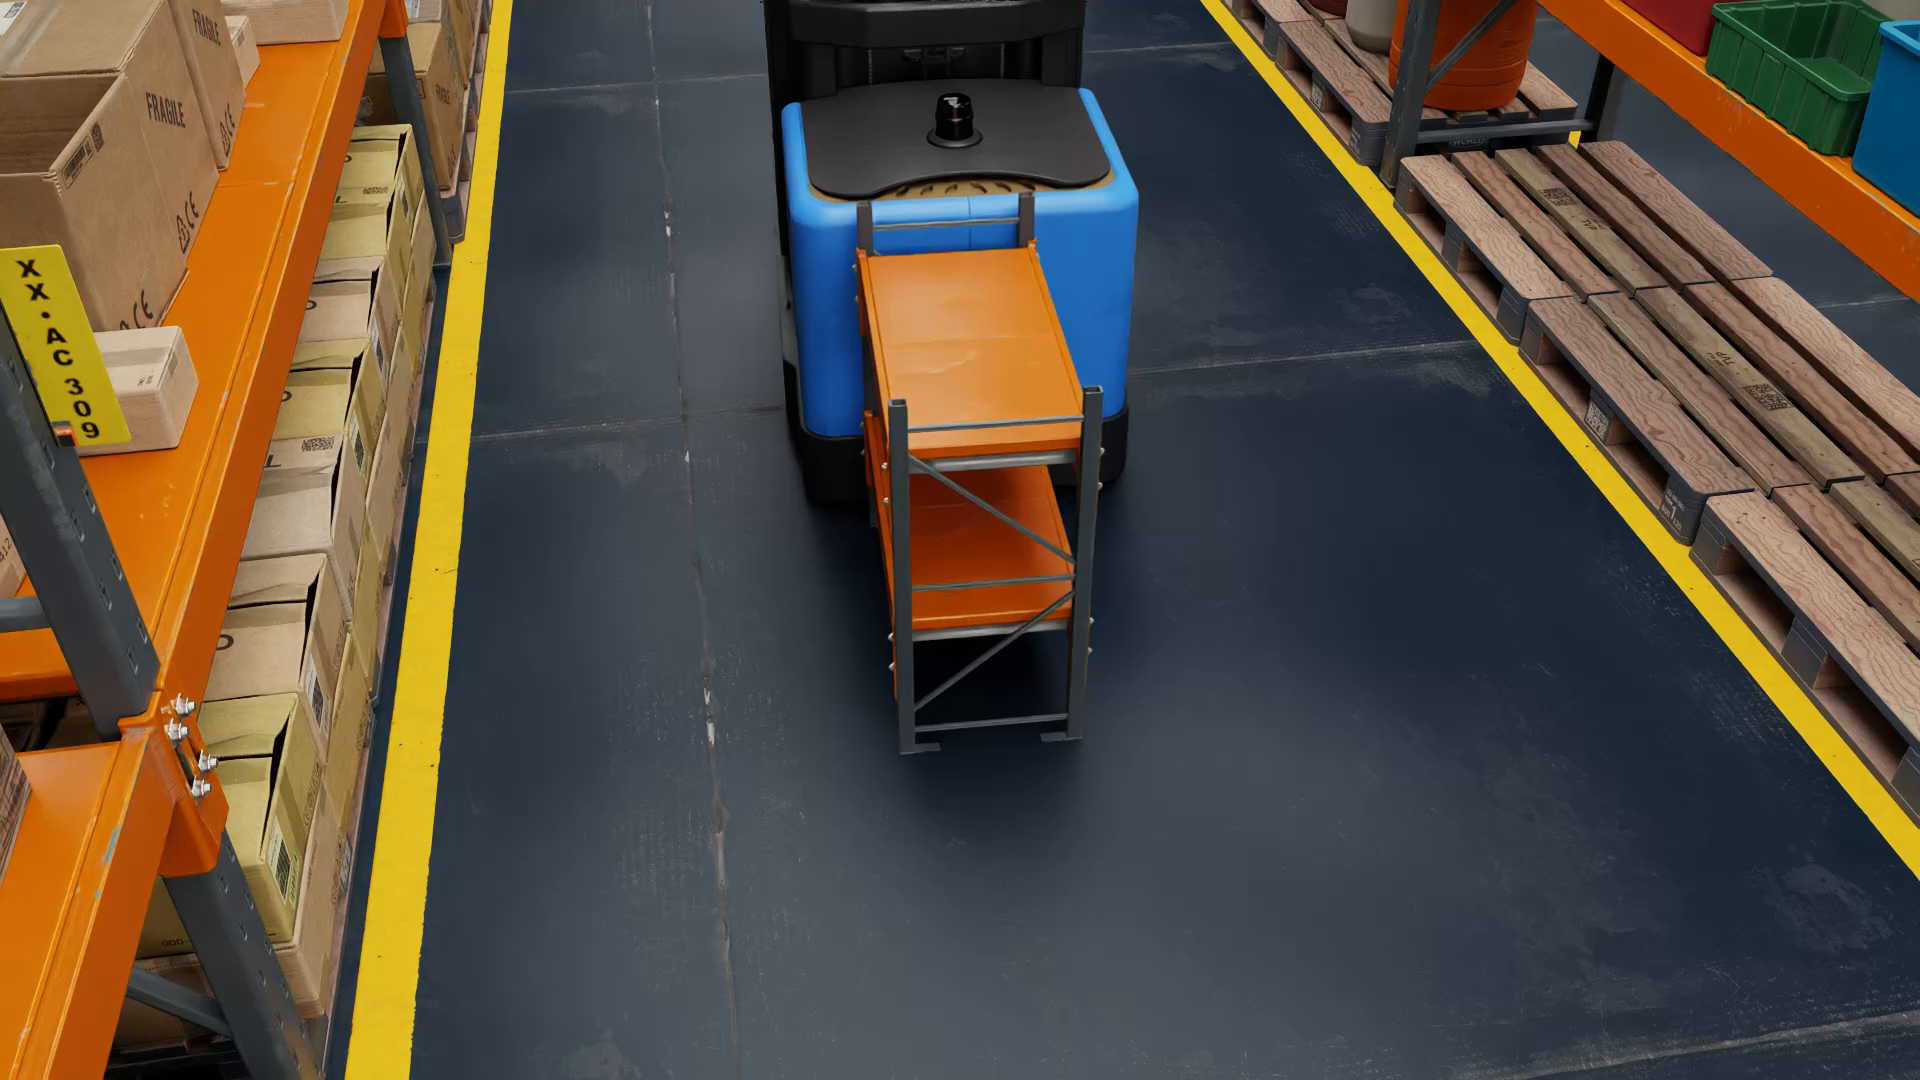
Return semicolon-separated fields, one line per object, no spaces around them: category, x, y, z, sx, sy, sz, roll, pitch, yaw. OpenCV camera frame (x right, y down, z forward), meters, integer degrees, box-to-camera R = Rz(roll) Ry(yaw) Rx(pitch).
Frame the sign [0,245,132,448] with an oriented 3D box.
sign;-1.291;-0.273;2.386;0.100;0.325;0.005;-6;38;-8

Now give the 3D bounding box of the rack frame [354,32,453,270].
rack frame;-2.538;-2.255;5.708;1.000;3.000;0.127;-6;38;-8

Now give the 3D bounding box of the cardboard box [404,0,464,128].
cardboard box;-2.434;-2.063;7.139;0.500;0.500;0.500;-8;38;-10

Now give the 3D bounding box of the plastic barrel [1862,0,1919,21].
plastic barrel;2.884;-1.729;4.920;0.433;0.535;0.433;0;38;0

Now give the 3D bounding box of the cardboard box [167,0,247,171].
cardboard box;-2.228;-1.283;4.375;0.500;0.500;0.500;-8;39;-10

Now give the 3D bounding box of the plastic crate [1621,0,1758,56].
plastic crate;2.321;-1.802;5.072;0.402;0.464;0.583;-6;38;-8

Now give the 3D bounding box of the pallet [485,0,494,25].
pallet;-3.059;-3.082;9.046;1.003;0.211;1.213;-6;38;-8

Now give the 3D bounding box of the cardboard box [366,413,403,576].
cardboard box;-1.934;-0.118;4.856;0.500;0.250;0.500;-6;38;-7

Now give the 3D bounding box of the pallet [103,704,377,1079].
pallet;-2.004;0.821;4.021;1.003;0.211;1.213;-6;38;-8

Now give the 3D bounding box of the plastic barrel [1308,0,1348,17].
plastic barrel;2.039;-2.975;8.257;0.600;0.588;0.708;-6;38;-8

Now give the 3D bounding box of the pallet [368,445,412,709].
pallet;-2.222;0.083;4.971;1.003;0.211;1.213;-6;38;-8

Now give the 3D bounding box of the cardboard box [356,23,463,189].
cardboard box;-2.336;-1.747;6.733;0.500;0.500;0.500;-5;38;-6

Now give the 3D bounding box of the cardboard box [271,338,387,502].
cardboard box;-1.935;-0.345;4.691;0.500;0.311;0.500;-5;38;-7

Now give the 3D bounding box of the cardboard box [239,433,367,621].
cardboard box;-1.838;-0.032;4.288;0.500;0.311;0.500;-7;38;-9

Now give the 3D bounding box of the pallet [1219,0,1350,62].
pallet;1.950;-2.891;8.800;1.003;0.211;1.213;-6;38;-8

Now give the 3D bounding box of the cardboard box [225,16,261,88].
cardboard box;-2.259;-1.392;4.801;0.380;0.149;0.250;-4;38;-5

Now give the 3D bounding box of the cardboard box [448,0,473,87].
cardboard box;-2.517;-2.366;7.530;0.500;0.500;0.500;-7;38;-9

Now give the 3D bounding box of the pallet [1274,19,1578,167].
pallet;2.160;-2.156;7.853;1.003;0.211;1.213;-6;38;-8

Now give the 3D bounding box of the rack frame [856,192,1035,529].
rack frame;-0.039;-0.508;4.988;0.500;1.125;0.032;-4;38;-5

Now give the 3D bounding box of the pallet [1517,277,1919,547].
pallet;2.647;-0.477;5.692;1.003;0.211;1.213;-6;38;-8

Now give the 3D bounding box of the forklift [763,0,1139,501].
forklift;-0.152;-2.176;5.662;1.130;2.935;3.031;-4;38;-5

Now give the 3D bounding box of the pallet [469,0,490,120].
pallet;-2.842;-2.344;8.095;1.003;0.211;1.213;-6;38;-8

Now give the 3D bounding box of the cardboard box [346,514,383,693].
cardboard box;-1.845;0.189;4.460;0.500;0.250;0.500;-7;38;-9

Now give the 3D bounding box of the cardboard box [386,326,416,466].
cardboard box;-2.027;-0.428;5.255;0.500;0.250;0.500;-5;38;-7

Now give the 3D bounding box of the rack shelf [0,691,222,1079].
rack shelf;-1.486;1.653;1.263;1.077;0.370;4.000;-6;38;-8

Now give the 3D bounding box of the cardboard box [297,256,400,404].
cardboard box;-2.020;-0.648;5.081;0.500;0.311;0.500;-6;38;-8

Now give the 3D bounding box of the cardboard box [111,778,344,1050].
cardboard box;-1.664;0.811;3.660;0.500;0.250;0.500;-7;38;-9

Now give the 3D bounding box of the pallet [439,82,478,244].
pallet;-2.632;-1.609;7.149;1.003;0.211;1.213;-6;38;-8

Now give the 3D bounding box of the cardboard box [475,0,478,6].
cardboard box;-2.705;-2.988;8.330;0.500;0.500;0.500;-6;38;-7

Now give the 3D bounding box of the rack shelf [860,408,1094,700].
rack shelf;0.022;-0.006;4.739;0.538;0.278;1.000;-4;38;-5

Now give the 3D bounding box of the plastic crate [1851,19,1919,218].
plastic crate;2.541;-0.996;4.100;0.392;0.384;0.575;-6;38;-8

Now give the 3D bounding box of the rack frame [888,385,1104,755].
rack frame;0.084;0.111;4.191;0.500;1.125;0.032;-4;38;-5

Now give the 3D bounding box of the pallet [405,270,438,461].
pallet;-2.432;-0.652;5.918;1.003;0.211;1.213;-6;38;-8

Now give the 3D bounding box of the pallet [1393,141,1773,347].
pallet;2.437;-1.212;6.638;1.003;0.211;1.213;-6;38;-8

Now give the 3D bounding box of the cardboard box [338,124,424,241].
cardboard box;-2.204;-1.267;5.877;0.500;0.311;0.500;-5;38;-7

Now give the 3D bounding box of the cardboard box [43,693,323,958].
cardboard box;-1.664;0.583;3.496;0.500;0.311;0.500;-6;38;-8

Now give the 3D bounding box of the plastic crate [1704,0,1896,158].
plastic crate;2.457;-1.307;4.660;0.450;0.188;0.662;-6;38;-8

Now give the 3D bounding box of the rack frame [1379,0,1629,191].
rack frame;2.339;-2.785;6.390;1.000;3.000;0.127;-6;38;-8

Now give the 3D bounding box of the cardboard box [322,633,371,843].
cardboard box;-1.752;0.502;4.058;0.500;0.250;0.500;-5;38;-7

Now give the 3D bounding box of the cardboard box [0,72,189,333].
cardboard box;-2.048;-0.662;3.576;0.500;0.500;0.500;-4;38;-5

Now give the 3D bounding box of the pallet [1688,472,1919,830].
pallet;2.865;0.262;4.741;1.003;0.211;1.213;-6;38;-8

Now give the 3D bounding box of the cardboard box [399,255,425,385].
cardboard box;-2.112;-0.732;5.647;0.500;0.250;0.500;-7;38;-8

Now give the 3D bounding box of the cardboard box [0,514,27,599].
cardboard box;-1.966;-0.072;3.020;0.500;0.250;0.500;-4;38;-5

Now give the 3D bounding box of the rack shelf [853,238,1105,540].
rack shelf;0.022;-0.430;4.410;0.538;0.278;1.000;-4;38;-5

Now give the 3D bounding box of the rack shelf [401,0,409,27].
rack shelf;-2.889;-3.179;7.483;1.077;0.370;4.000;-6;38;-8

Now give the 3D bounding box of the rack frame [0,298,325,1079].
rack frame;-1.840;0.161;2.597;0.949;2.616;0.053;-6;38;-8

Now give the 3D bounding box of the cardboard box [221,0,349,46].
cardboard box;-2.108;-1.642;5.124;0.380;0.149;0.250;-6;38;-8

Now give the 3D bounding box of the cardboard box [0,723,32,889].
cardboard box;-1.753;0.389;2.223;0.700;0.500;0.500;-7;38;-9

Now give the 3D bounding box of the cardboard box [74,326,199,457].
cardboard box;-1.791;-0.297;3.392;0.380;0.149;0.250;-6;38;-8

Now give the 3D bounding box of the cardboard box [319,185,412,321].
cardboard box;-2.106;-0.953;5.474;0.500;0.311;0.500;-7;38;-9

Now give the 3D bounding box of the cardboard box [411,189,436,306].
cardboard box;-2.206;-1.043;6.047;0.500;0.250;0.500;-5;38;-7

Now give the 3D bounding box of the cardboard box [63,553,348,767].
cardboard box;-1.747;0.280;3.886;0.500;0.311;0.500;-7;38;-8

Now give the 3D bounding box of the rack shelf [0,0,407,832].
rack shelf;-2.187;-0.763;4.373;1.077;0.370;4.000;-6;38;-8

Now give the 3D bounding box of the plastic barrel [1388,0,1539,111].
plastic barrel;2.237;-2.388;7.305;0.600;0.830;0.708;-6;38;-8

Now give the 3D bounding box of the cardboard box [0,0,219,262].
cardboard box;-2.135;-0.965;3.965;0.500;0.500;0.500;-6;38;-8

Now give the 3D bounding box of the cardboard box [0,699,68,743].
cardboard box;-2.287;0.332;3.819;0.500;0.311;0.500;-5;38;-7

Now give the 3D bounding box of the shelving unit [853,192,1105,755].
shelving unit;0.022;-0.199;4.589;0.538;1.125;1.048;-4;38;-5

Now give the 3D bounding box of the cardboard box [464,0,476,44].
cardboard box;-2.613;-2.681;7.935;0.500;0.500;0.500;-7;38;-9
